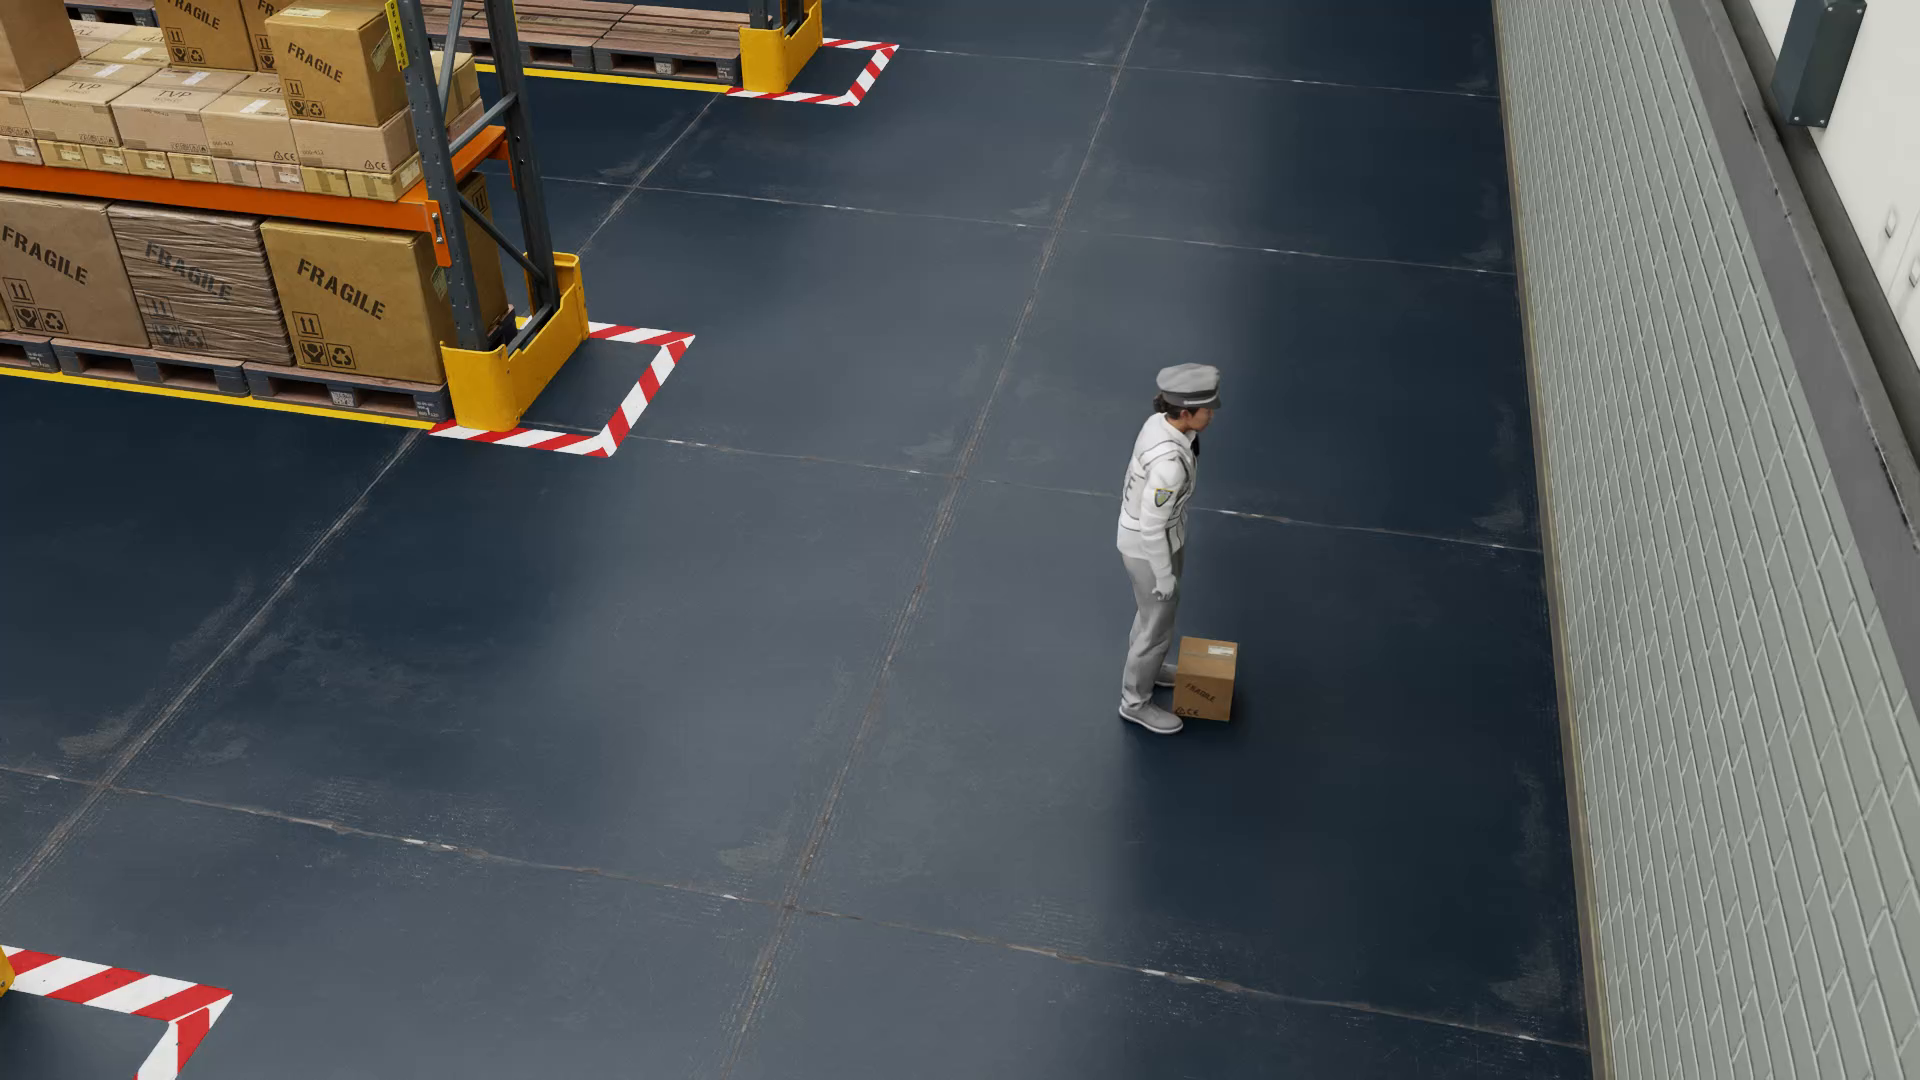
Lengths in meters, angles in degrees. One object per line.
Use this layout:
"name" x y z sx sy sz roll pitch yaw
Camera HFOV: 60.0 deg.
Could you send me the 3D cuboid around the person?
"person" 0.838 0.020 6.935 0.371 1.660 0.522 6 37 8
